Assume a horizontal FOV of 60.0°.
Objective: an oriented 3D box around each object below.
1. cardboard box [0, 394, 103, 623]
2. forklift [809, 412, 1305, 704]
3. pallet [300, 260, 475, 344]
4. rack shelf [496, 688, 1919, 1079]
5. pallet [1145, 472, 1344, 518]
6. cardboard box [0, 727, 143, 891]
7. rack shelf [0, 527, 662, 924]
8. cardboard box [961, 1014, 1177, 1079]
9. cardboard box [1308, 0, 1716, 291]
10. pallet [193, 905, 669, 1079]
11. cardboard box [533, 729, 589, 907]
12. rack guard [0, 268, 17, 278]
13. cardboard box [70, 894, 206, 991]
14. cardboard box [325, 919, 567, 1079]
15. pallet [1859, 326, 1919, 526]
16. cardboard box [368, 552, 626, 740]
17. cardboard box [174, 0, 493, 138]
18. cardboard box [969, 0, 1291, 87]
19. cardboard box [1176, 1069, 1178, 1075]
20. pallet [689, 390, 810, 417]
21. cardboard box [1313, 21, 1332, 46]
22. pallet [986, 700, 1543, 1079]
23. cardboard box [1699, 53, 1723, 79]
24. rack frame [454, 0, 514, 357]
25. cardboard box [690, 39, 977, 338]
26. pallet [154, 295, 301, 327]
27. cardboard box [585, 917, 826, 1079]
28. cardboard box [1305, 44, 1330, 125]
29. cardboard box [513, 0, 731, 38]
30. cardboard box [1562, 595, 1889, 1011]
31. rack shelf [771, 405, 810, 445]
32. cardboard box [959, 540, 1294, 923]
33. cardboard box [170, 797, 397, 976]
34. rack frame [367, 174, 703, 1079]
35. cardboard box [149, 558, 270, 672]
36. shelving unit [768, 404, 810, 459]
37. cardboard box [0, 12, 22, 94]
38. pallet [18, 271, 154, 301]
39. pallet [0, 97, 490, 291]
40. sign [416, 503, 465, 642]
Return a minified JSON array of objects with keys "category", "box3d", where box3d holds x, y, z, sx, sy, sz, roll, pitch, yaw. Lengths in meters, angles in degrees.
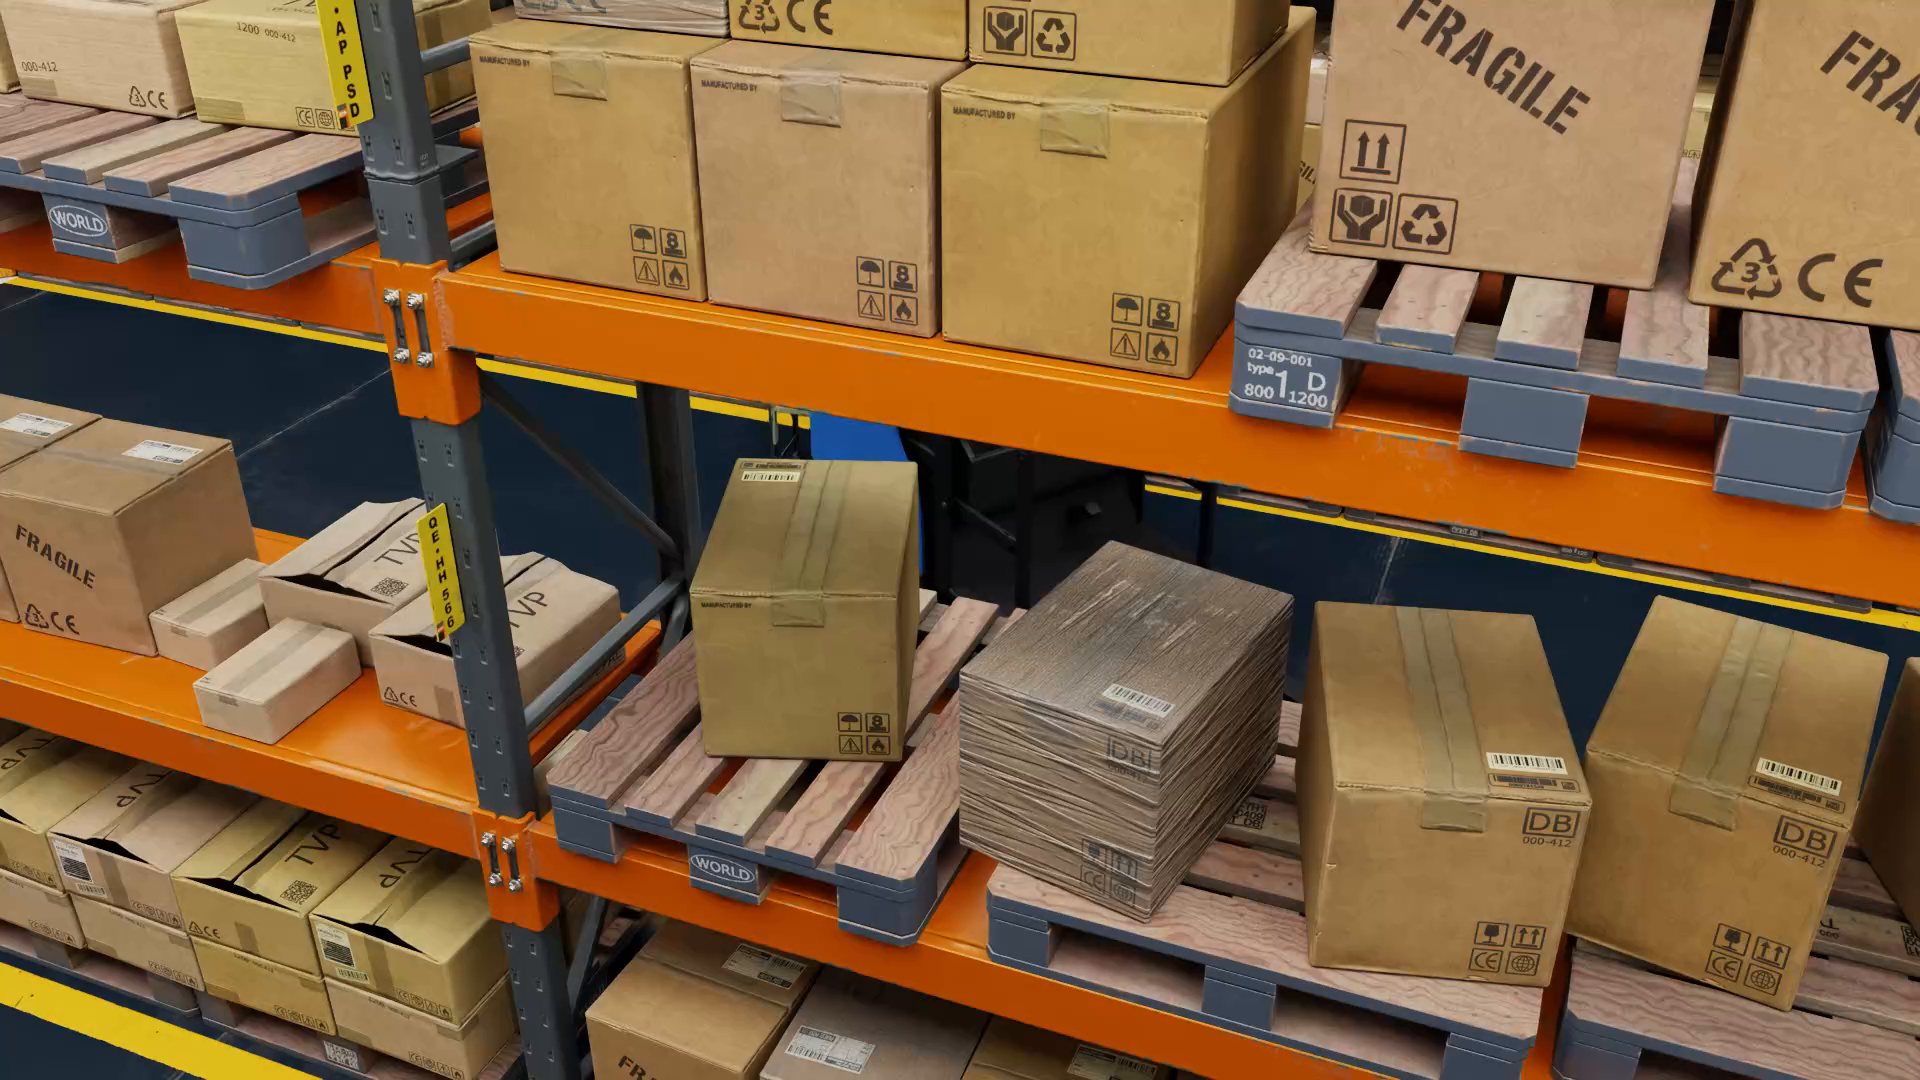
[{"category":"cardboard box","box3d":[-3.055,-0.115,5.304,0.500,0.500,0.500,11,31,19]},{"category":"forklift","box3d":[0.511,-0.816,6.715,1.130,2.935,3.031,-18,34,-29]},{"category":"pallet","box3d":[-3.490,-1.565,10.804,1.213,0.211,1.003,11,31,19]},{"category":"rack shelf","box3d":[0.847,1.012,4.142,4.000,0.370,1.077,11,31,19]},{"category":"pallet","box3d":[1.555,-0.536,8.985,1.213,0.211,1.003,11,31,19]},{"category":"cardboard box","box3d":[-2.999,0.833,5.526,0.500,0.311,0.500,12,32,20]},{"category":"rack shelf","box3d":[-2.860,0.272,5.452,4.000,0.370,1.077,11,31,19]},{"category":"cardboard box","box3d":[0.258,1.629,4.412,0.500,0.500,0.500,11,31,18]},{"category":"cardboard box","box3d":[1.024,-0.879,3.079,0.600,0.600,0.600,10,31,17]},{"category":"pallet","box3d":[-1.755,1.373,5.607,1.213,0.211,1.003,11,31,19]},{"category":"cardboard box","box3d":[-1.381,0.868,5.464,0.500,0.311,0.500,12,32,21]},{"category":"rack guard","box3d":[-6.490,-2.308,11.826,0.348,0.500,1.175,11,31,19]},{"category":"cardboard box","box3d":[-2.530,1.169,5.502,0.500,0.250,0.500,12,32,20]},{"category":"cardboard box","box3d":[-1.586,1.357,5.169,0.500,0.250,0.500,12,32,20]},{"category":"pallet","box3d":[2.122,-0.308,2.889,1.003,0.211,1.213,11,31,19]},{"category":"cardboard box","box3d":[-1.327,0.280,4.796,0.500,0.311,0.500,13,32,22]},{"category":"cardboard box","box3d":[-1.448,-1.153,3.919,0.500,0.250,0.500,9,31,15]},{"category":"cardboard box","box3d":[0.340,-1.184,3.130,0.500,0.500,0.500,11,31,19]},{"category":"cardboard box","box3d":[0.428,1.387,4.840,0.500,0.500,0.500,10,31,17]},{"category":"pallet","box3d":[-0.998,-1.088,9.961,1.213,0.211,1.003,11,31,19]},{"category":"cardboard box","box3d":[1.849,-2.376,8.218,0.500,0.250,0.500,10,31,17]},{"category":"pallet","box3d":[0.797,0.770,4.034,1.213,0.211,1.003,11,31,19]},{"category":"cardboard box","box3d":[3.277,-2.087,7.707,0.500,0.250,0.500,10,31,17]},{"category":"rack frame","box3d":[-2.854,-2.671,9.927,0.127,3.000,1.000,11,31,19]},{"category":"cardboard box","box3d":[-0.117,-0.861,3.575,0.500,0.500,0.910,11,31,19]},{"category":"pallet","box3d":[-4.624,-1.790,11.202,1.213,0.211,1.003,11,31,19]},{"category":"cardboard box","box3d":[-0.692,1.440,4.747,0.500,0.500,0.500,13,32,21]},{"category":"cardboard box","box3d":[1.674,-2.138,7.798,0.500,0.250,0.500,11,31,18]},{"category":"cardboard box","box3d":[-0.605,-1.372,3.463,0.500,0.500,0.500,11,31,19]},{"category":"cardboard box","box3d":[1.684,0.554,3.692,0.500,0.500,0.700,17,33,27]},{"category":"rack shelf","box3d":[-0.573,-0.716,8.655,0.720,0.370,0.431,6,30,11]},{"category":"cardboard box","box3d":[0.395,0.424,3.923,0.500,0.500,0.700,18,34,28]},{"category":"cardboard box","box3d":[-2.069,1.021,5.193,0.500,0.311,0.500,11,31,18]},{"category":"rack frame","box3d":[-1.007,0.329,4.620,0.127,3.000,1.000,11,31,19]},{"category":"cardboard box","box3d":[-2.209,0.228,5.054,0.250,0.149,0.380,14,32,23]},{"category":"shelving unit","box3d":[-0.573,-1.000,8.495,0.755,1.500,0.431,6,30,11]},{"category":"cardboard box","box3d":[-2.467,-1.353,4.272,0.500,0.250,0.500,11,31,18]},{"category":"pallet","box3d":[-5.751,-2.016,11.603,1.213,0.211,1.003,11,31,19]},{"category":"pallet","box3d":[-1.669,-0.980,4.078,1.003,0.211,1.213,13,32,21]},{"category":"sign","box3d":[-1.212,0.078,3.886,0.005,0.325,0.100,11,31,19]}]
